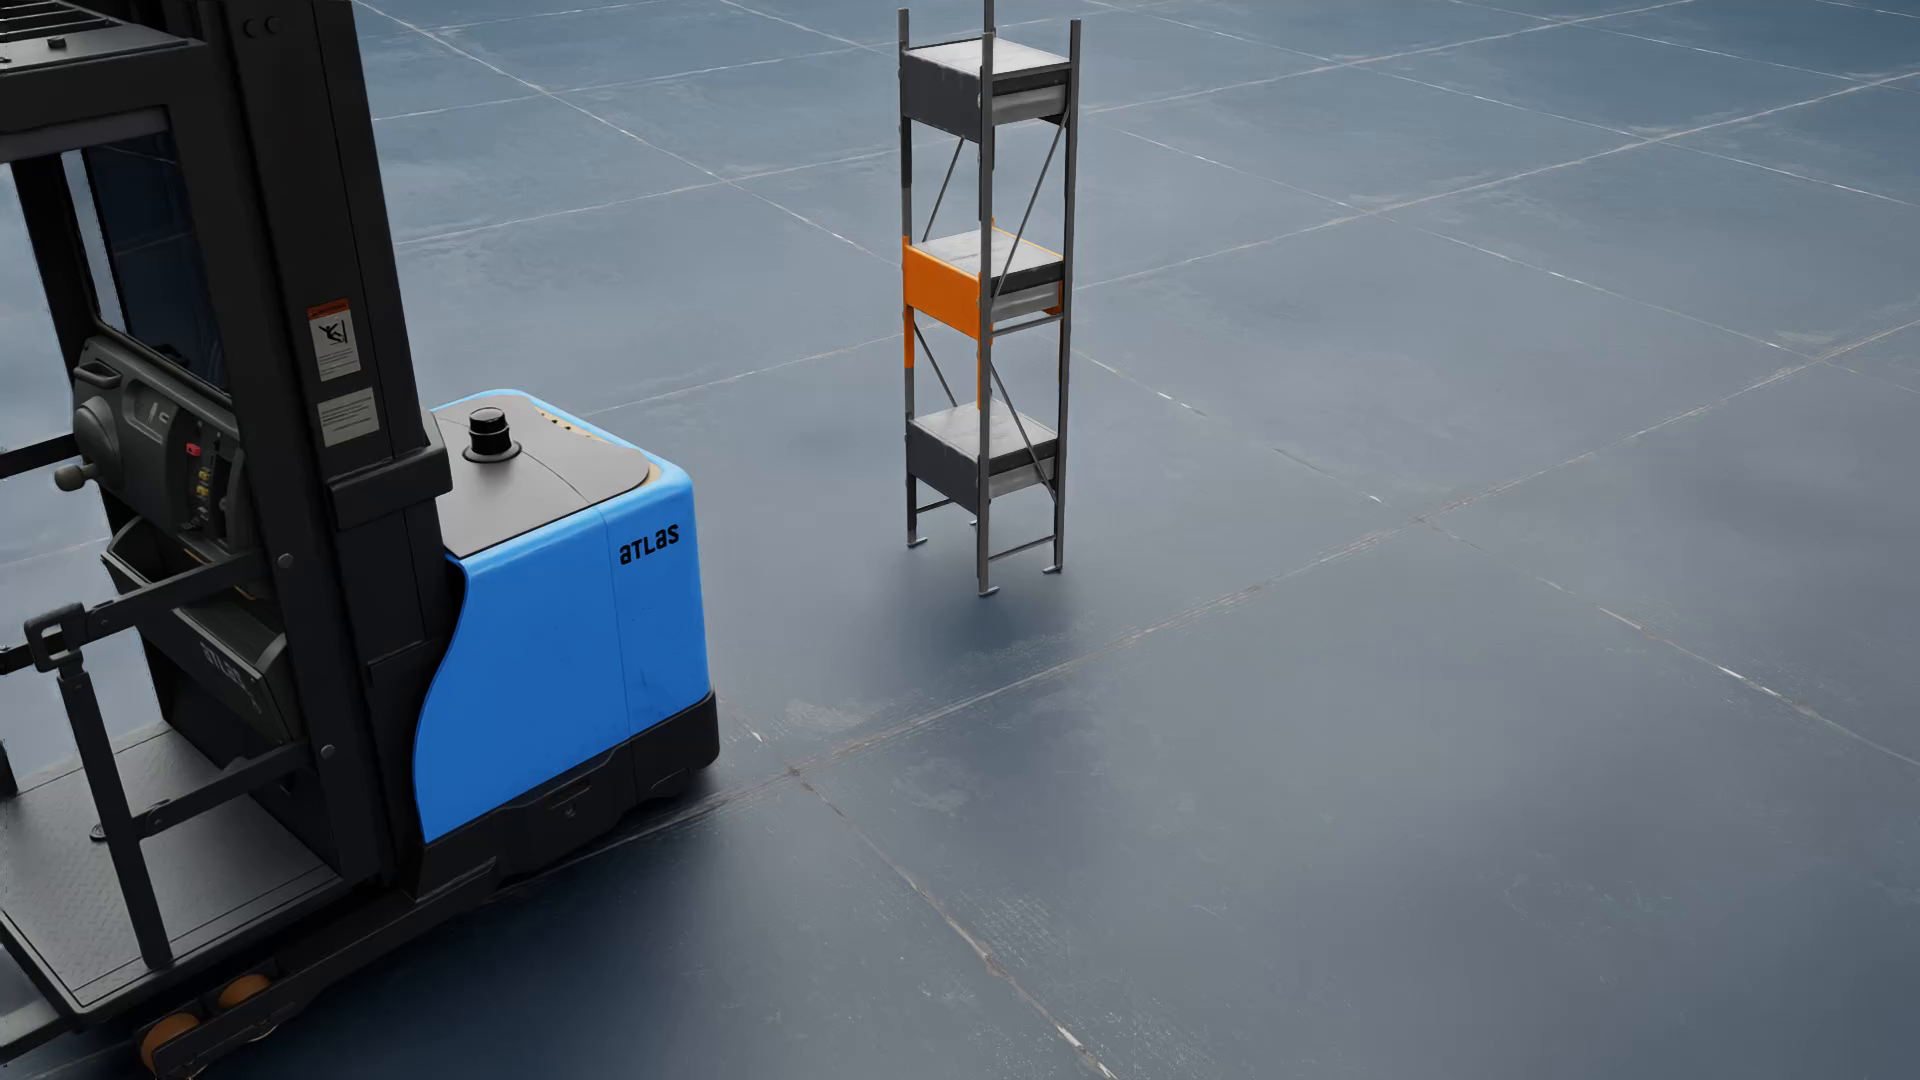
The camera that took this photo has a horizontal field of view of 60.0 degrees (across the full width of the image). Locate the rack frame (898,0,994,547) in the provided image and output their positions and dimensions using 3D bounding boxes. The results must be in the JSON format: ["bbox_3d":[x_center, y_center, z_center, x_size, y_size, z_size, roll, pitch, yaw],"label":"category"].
[{"bbox_3d":[-0.046,-0.953,6.305,0.400,2.100,0.015,-19,34,-31],"label":"rack frame"}]

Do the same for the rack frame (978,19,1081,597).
[{"bbox_3d":[0.238,-0.763,5.956,0.400,2.100,0.015,-19,34,-31],"label":"rack frame"}]

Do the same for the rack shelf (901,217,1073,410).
[{"bbox_3d":[0.096,-0.846,6.137,0.431,0.518,0.480,-19,34,-31],"label":"rack shelf"}]

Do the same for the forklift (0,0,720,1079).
[{"bbox_3d":[-2.148,-0.190,4.030,1.130,2.935,3.031,24,37,37],"label":"forklift"}]

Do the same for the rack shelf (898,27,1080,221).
[{"bbox_3d":[0.096,-1.461,5.803,0.431,0.518,0.480,-19,34,-31],"label":"rack shelf"}]

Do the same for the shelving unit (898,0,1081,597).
[{"bbox_3d":[0.096,-0.858,6.130,0.431,2.100,0.503,-19,34,-31],"label":"shelving unit"}]

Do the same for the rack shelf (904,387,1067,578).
[{"bbox_3d":[0.096,-0.231,6.471,0.431,0.518,0.480,-19,34,-31],"label":"rack shelf"}]
